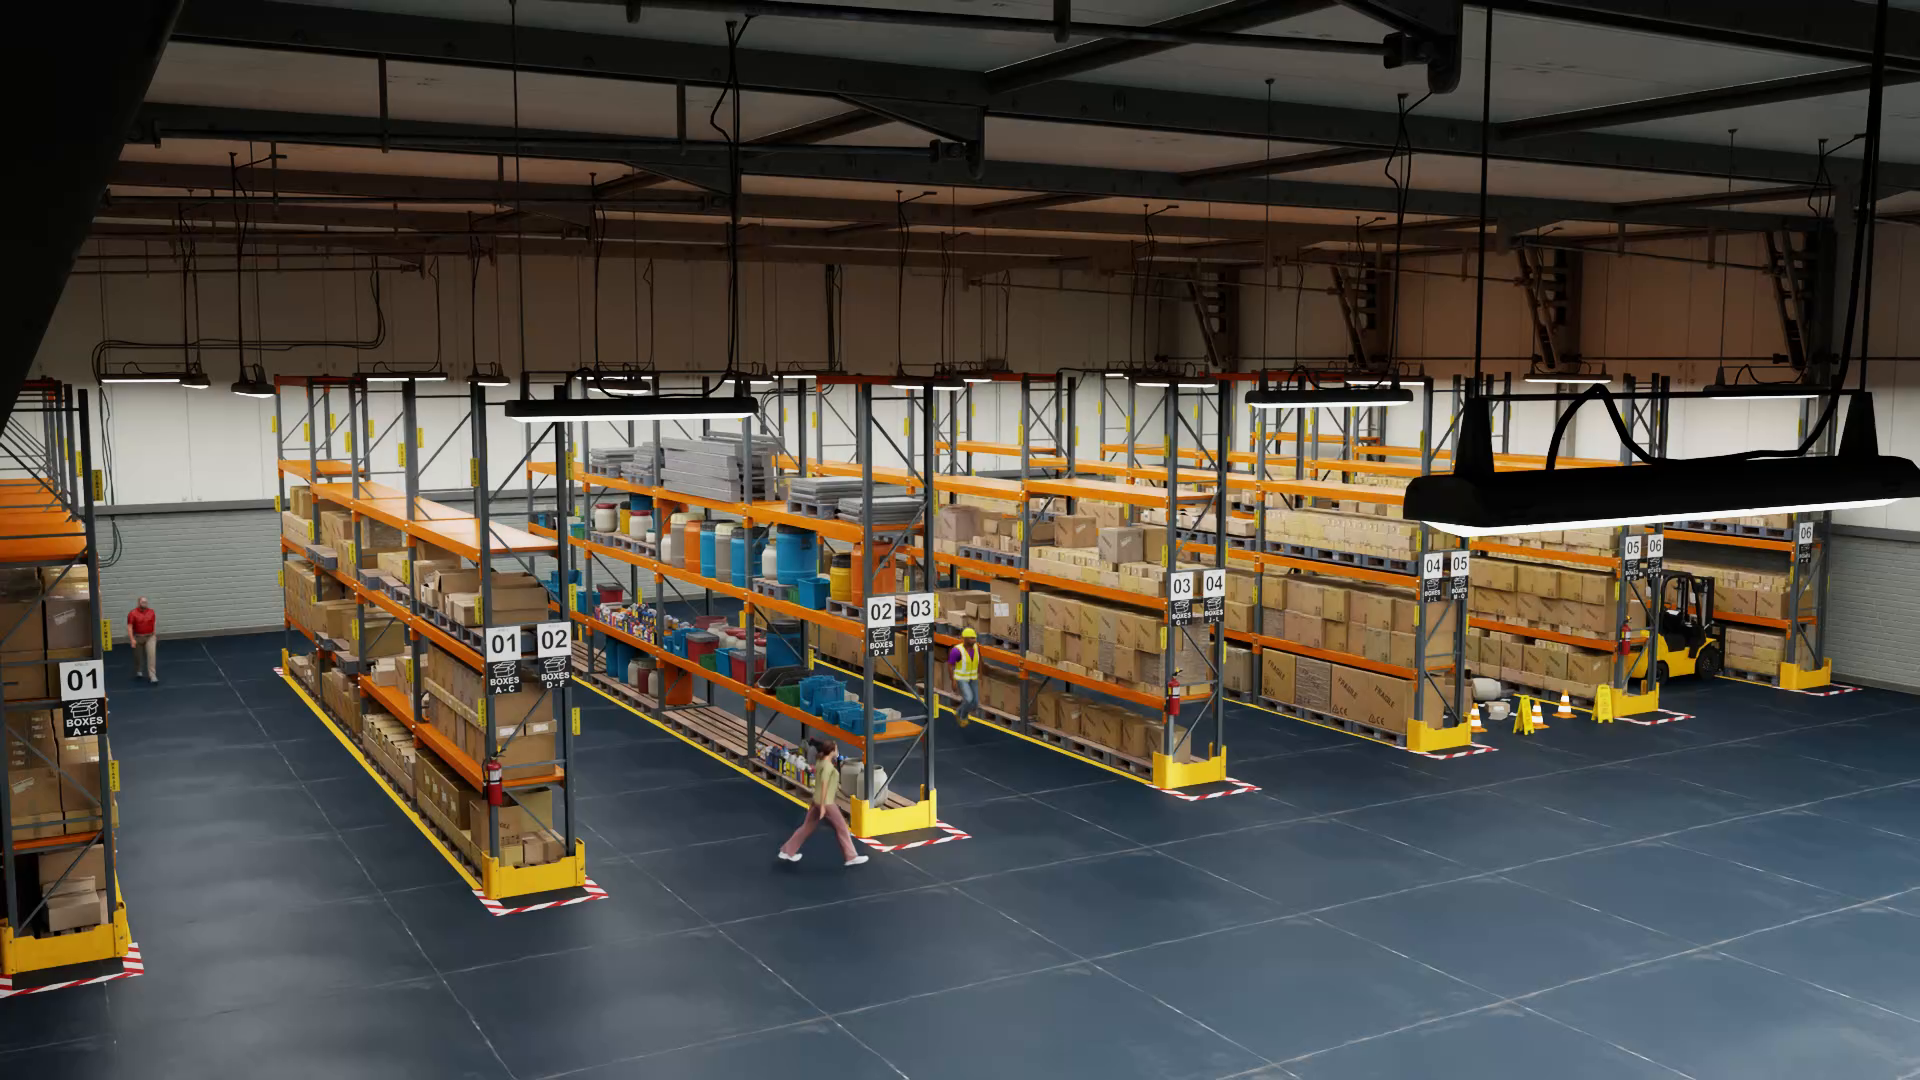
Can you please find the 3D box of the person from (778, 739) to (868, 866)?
[{"bbox_3d":[-1.714,3.269,20.718,1.110,1.606,0.462,-1,6,-13],"label":"person"}]

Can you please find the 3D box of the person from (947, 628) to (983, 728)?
[{"bbox_3d":[0.082,2.308,27.608,0.653,1.726,0.698,-5,8,-36],"label":"person"}]

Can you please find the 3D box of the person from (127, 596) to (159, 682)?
[{"bbox_3d":[-16.029,1.928,32.585,0.533,1.664,0.979,-4,7,-33],"label":"person"}]
